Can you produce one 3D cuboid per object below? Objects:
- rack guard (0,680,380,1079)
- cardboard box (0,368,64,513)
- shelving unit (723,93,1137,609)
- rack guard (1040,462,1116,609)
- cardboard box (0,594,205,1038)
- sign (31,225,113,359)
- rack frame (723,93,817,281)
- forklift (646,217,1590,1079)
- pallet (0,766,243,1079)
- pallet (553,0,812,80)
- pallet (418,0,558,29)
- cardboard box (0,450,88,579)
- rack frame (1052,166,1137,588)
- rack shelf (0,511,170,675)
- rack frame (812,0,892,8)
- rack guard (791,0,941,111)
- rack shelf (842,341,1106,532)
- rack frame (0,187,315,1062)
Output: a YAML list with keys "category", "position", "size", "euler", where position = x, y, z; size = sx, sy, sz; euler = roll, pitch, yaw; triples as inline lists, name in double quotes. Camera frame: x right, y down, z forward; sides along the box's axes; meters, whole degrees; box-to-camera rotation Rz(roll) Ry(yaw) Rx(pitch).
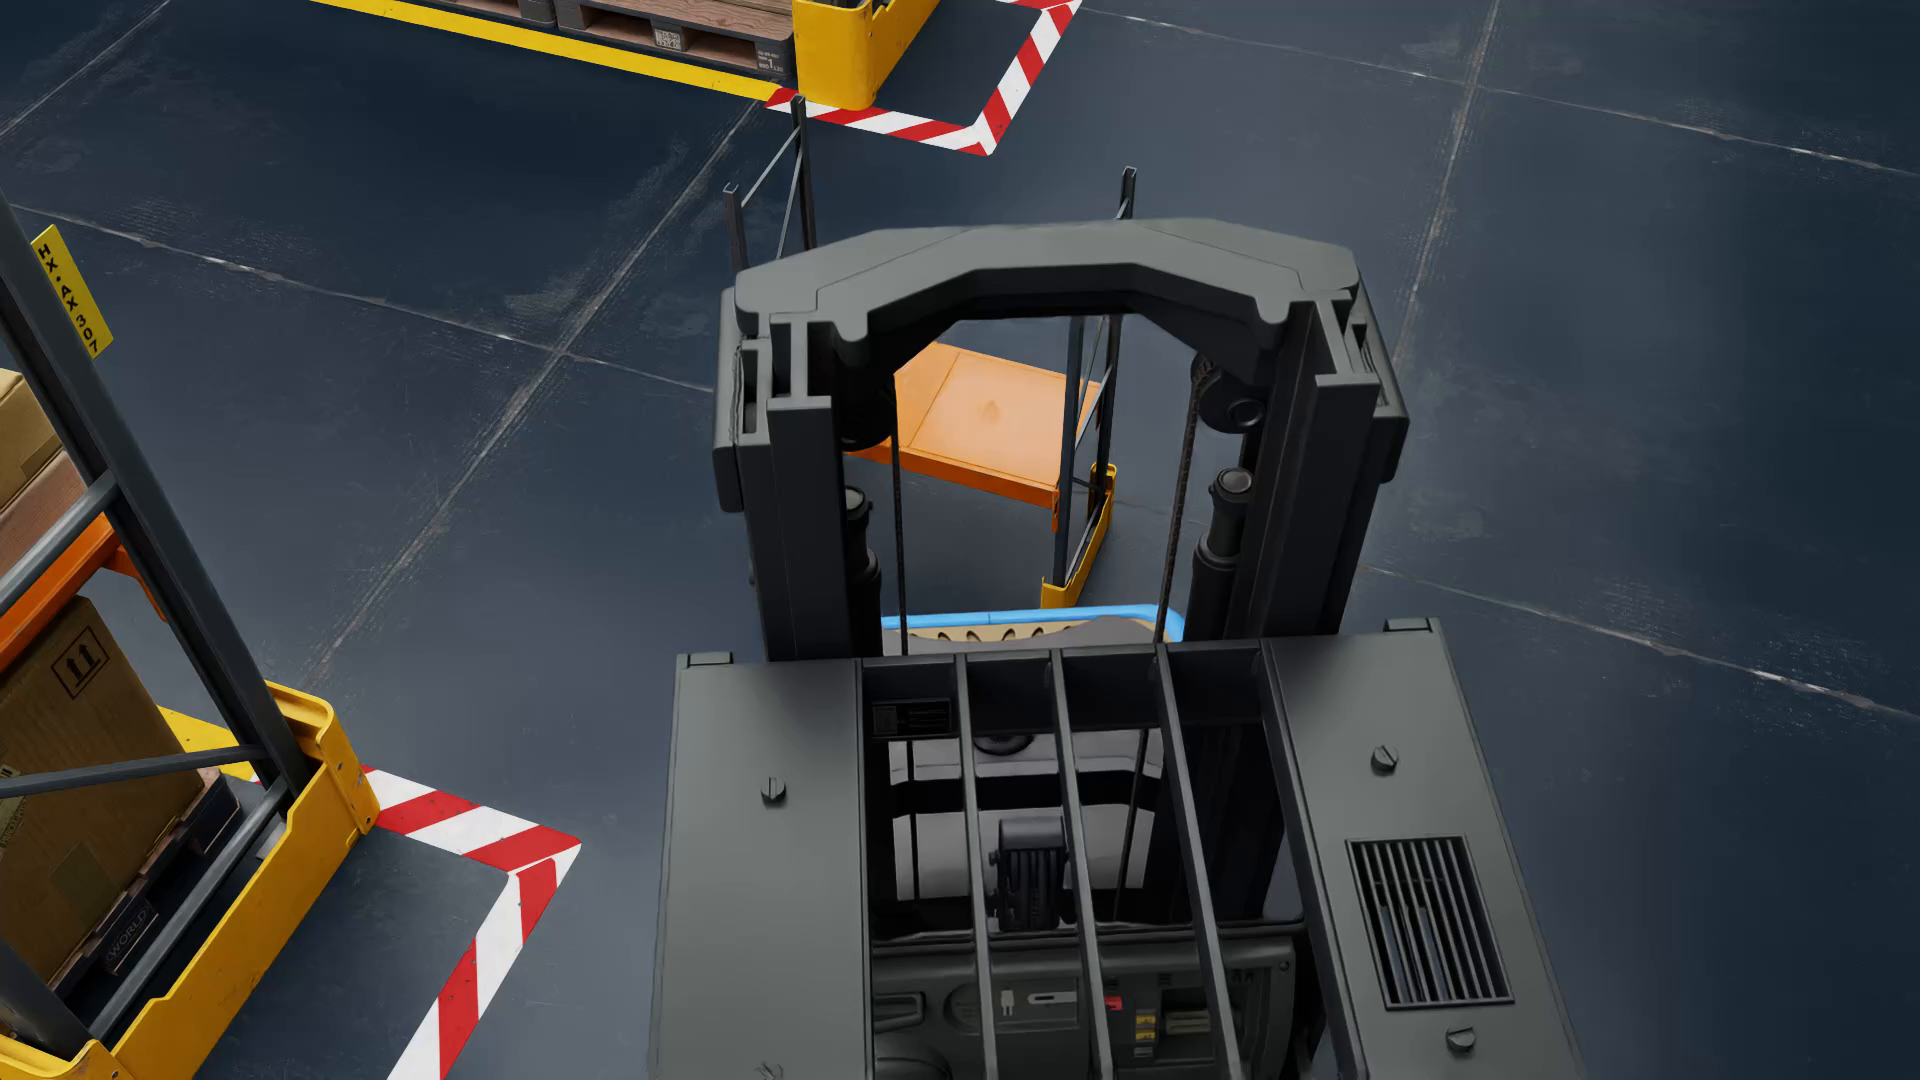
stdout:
- category: "rack guard"
  position: [-2.101, 1.002, 4.550]
  size: [0.348, 0.500, 1.175]
  euler: [16, 51, 13]
- category: "cardboard box"
  position: [-2.480, -0.188, 3.830]
  size: [0.500, 0.250, 0.500]
  euler: [14, 51, 12]
- category: "shelving unit"
  position: [-0.072, -0.511, 5.201]
  size: [1.083, 1.500, 0.587]
  euler: [16, 51, 13]
- category: "rack guard"
  position: [0.396, 0.029, 5.560]
  size: [0.087, 0.250, 0.587]
  euler: [16, 51, 13]
- category: "cardboard box"
  position: [-2.752, 0.625, 4.352]
  size: [0.875, 0.875, 0.875]
  euler: [16, 51, 13]
- category: "sign"
  position: [-1.926, -0.524, 3.594]
  size: [0.005, 0.325, 0.100]
  euler: [16, 51, 13]
- category: "rack frame"
  position: [-0.557, -0.647, 5.318]
  size: [0.032, 1.500, 0.500]
  euler: [16, 51, 13]
- category: "forklift"
  position: [0.162, 1.037, 2.912]
  size: [1.130, 2.935, 3.031]
  euler: [-3, 49, -2]
- category: "pallet"
  position: [-2.901, 0.937, 4.799]
  size: [1.213, 0.211, 1.003]
  euler: [16, 51, 13]
- category: "pallet"
  position: [-1.167, -2.664, 7.919]
  size: [1.213, 0.211, 1.003]
  euler: [16, 51, 13]
- category: "pallet"
  position: [-2.308, -2.984, 8.197]
  size: [1.213, 0.211, 1.003]
  euler: [16, 51, 13]
- category: "cardboard box"
  position: [-2.342, -0.067, 3.990]
  size: [0.250, 0.149, 0.380]
  euler: [16, 51, 14]
- category: "rack frame"
  position: [0.397, -0.380, 5.087]
  size: [0.032, 1.500, 0.500]
  euler: [16, 51, 13]
- category: "rack shelf"
  position: [-4.000, -0.111, 4.337]
  size: [4.000, 0.370, 1.077]
  euler: [16, 51, 13]
- category: "rack frame"
  position: [-0.407, -3.334, 6.654]
  size: [0.127, 3.000, 1.000]
  euler: [16, 51, 13]
- category: "rack guard"
  position: [-0.380, -2.518, 7.601]
  size: [0.348, 0.500, 1.175]
  euler: [16, 51, 13]
- category: "rack shelf"
  position: [-0.080, -0.396, 5.339]
  size: [1.000, 0.185, 0.538]
  euler: [16, 51, 13]
- category: "rack frame"
  position: [-2.124, 0.177, 3.611]
  size: [0.127, 3.000, 1.000]
  euler: [16, 51, 13]
